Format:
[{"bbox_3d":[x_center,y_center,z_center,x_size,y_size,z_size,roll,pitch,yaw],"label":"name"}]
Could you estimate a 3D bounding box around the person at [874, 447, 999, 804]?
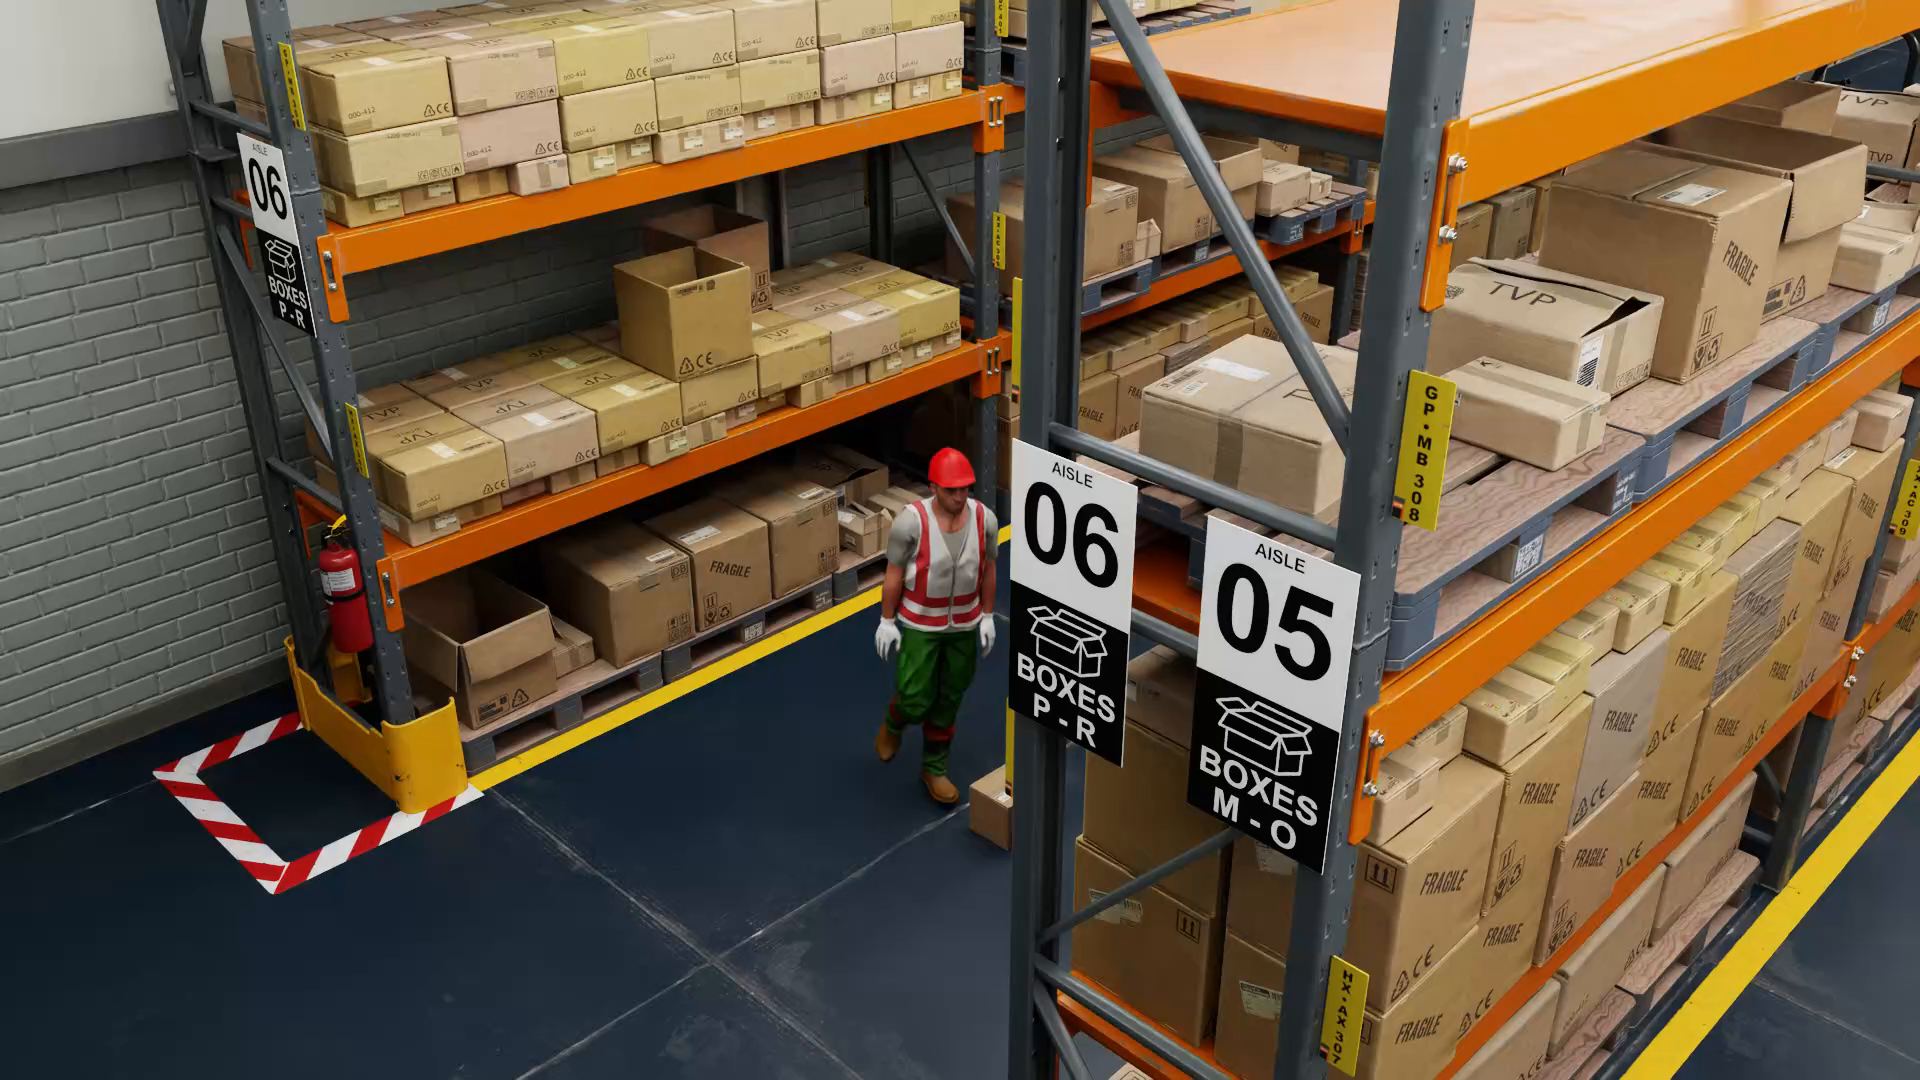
[{"bbox_3d":[-0.114,0.378,7.823,0.610,1.788,0.532,-10,29,-19],"label":"person"}]
